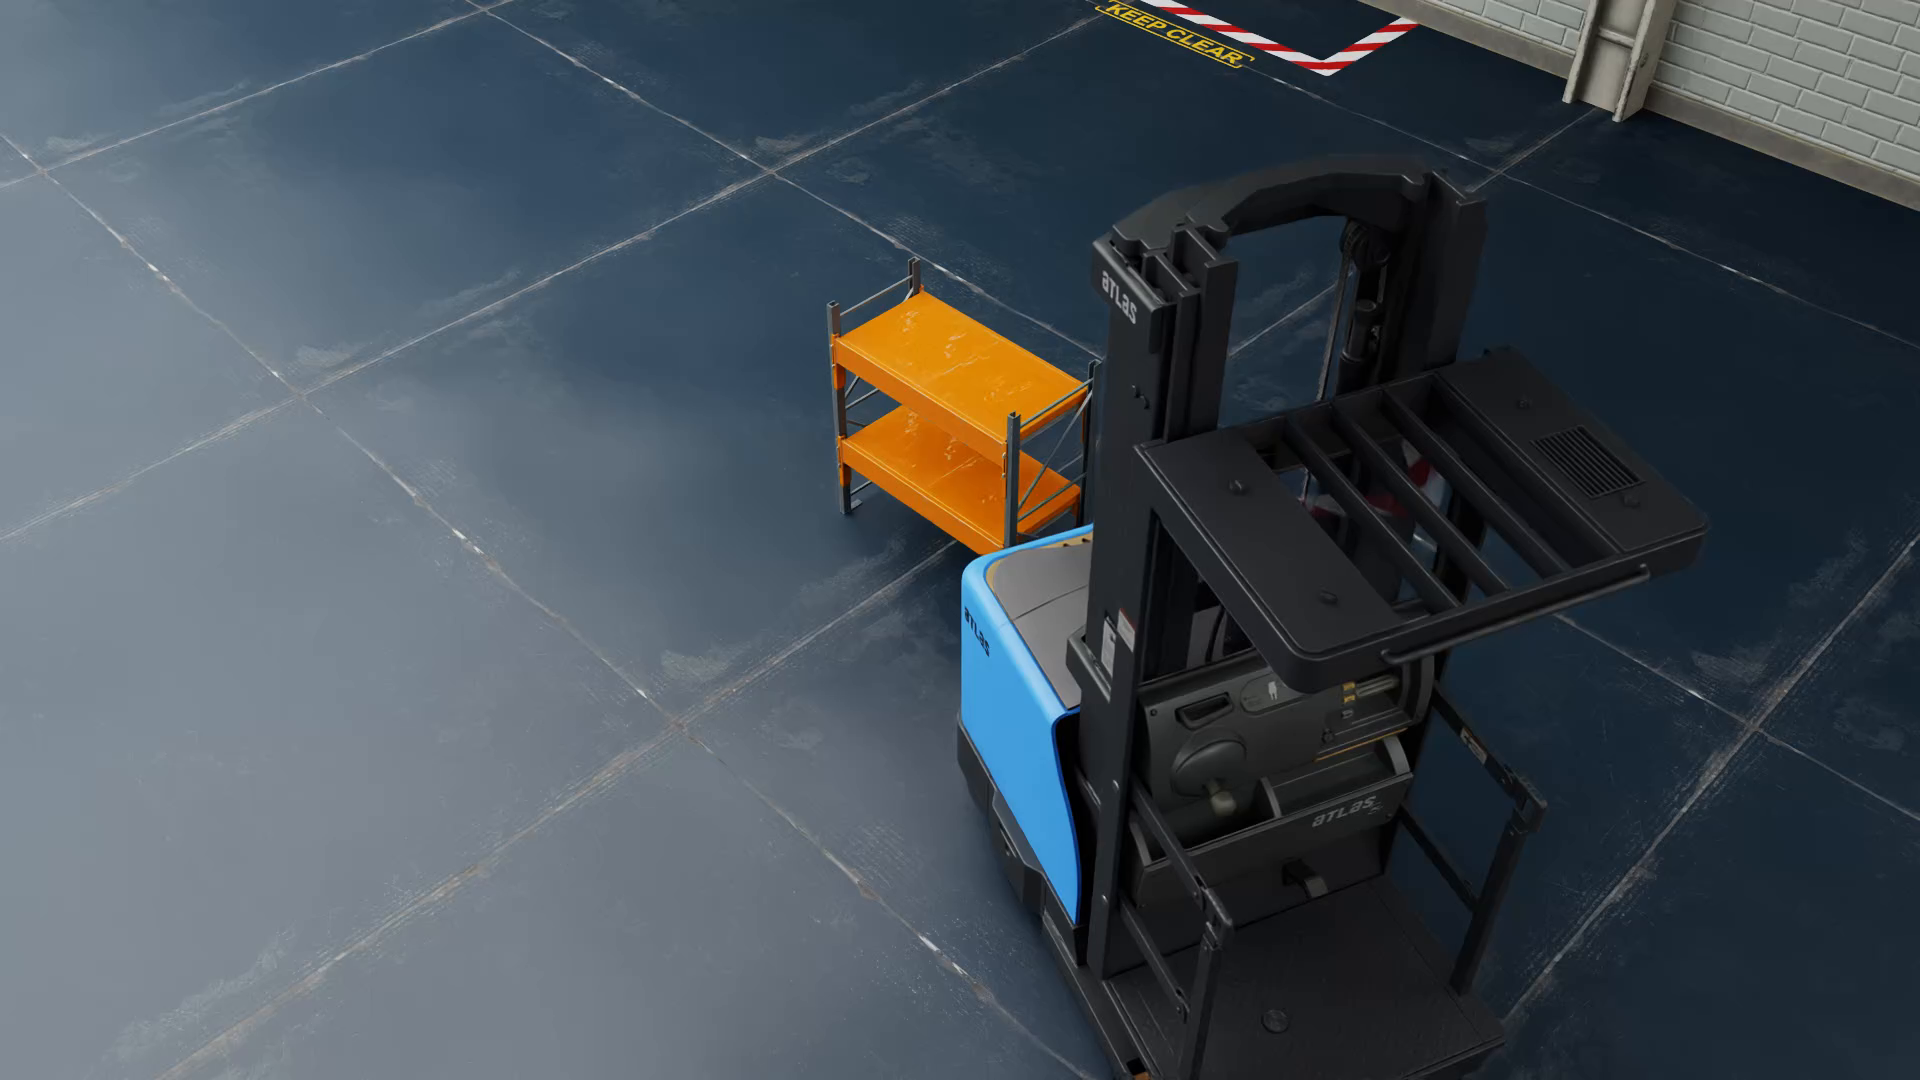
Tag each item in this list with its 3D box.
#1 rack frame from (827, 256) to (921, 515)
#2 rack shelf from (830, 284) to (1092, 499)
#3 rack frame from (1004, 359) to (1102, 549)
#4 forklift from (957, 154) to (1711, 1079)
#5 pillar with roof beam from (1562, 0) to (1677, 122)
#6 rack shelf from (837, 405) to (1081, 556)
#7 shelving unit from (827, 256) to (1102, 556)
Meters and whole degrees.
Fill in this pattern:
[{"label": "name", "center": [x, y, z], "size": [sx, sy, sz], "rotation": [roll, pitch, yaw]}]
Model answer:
[{"label": "rack frame", "center": [-0.354, -0.654, 7.246], "size": [0.500, 1.125, 0.032], "rotation": [-34, 53, -31]}, {"label": "rack shelf", "center": [0.005, -0.625, 6.783], "size": [0.538, 0.278, 1.000], "rotation": [-34, 53, -31]}, {"label": "rack frame", "center": [0.364, -0.166, 6.718], "size": [0.500, 1.125, 0.032], "rotation": [-34, 53, -31]}, {"label": "forklift", "center": [1.028, 0.579, 4.581], "size": [1.130, 2.935, 3.031], "rotation": [-16, 45, -17]}, {"label": "pillar with roof beam", "center": [0.935, -3.948, 5.009], "size": [9.100, 9.000, 0.400], "rotation": [-34, 53, -31]}, {"label": "rack shelf", "center": [0.005, -0.230, 7.148], "size": [0.538, 0.278, 1.000], "rotation": [-34, 53, -31]}, {"label": "shelving unit", "center": [0.005, -0.410, 6.982], "size": [0.538, 1.125, 1.048], "rotation": [-34, 53, -31]}]
